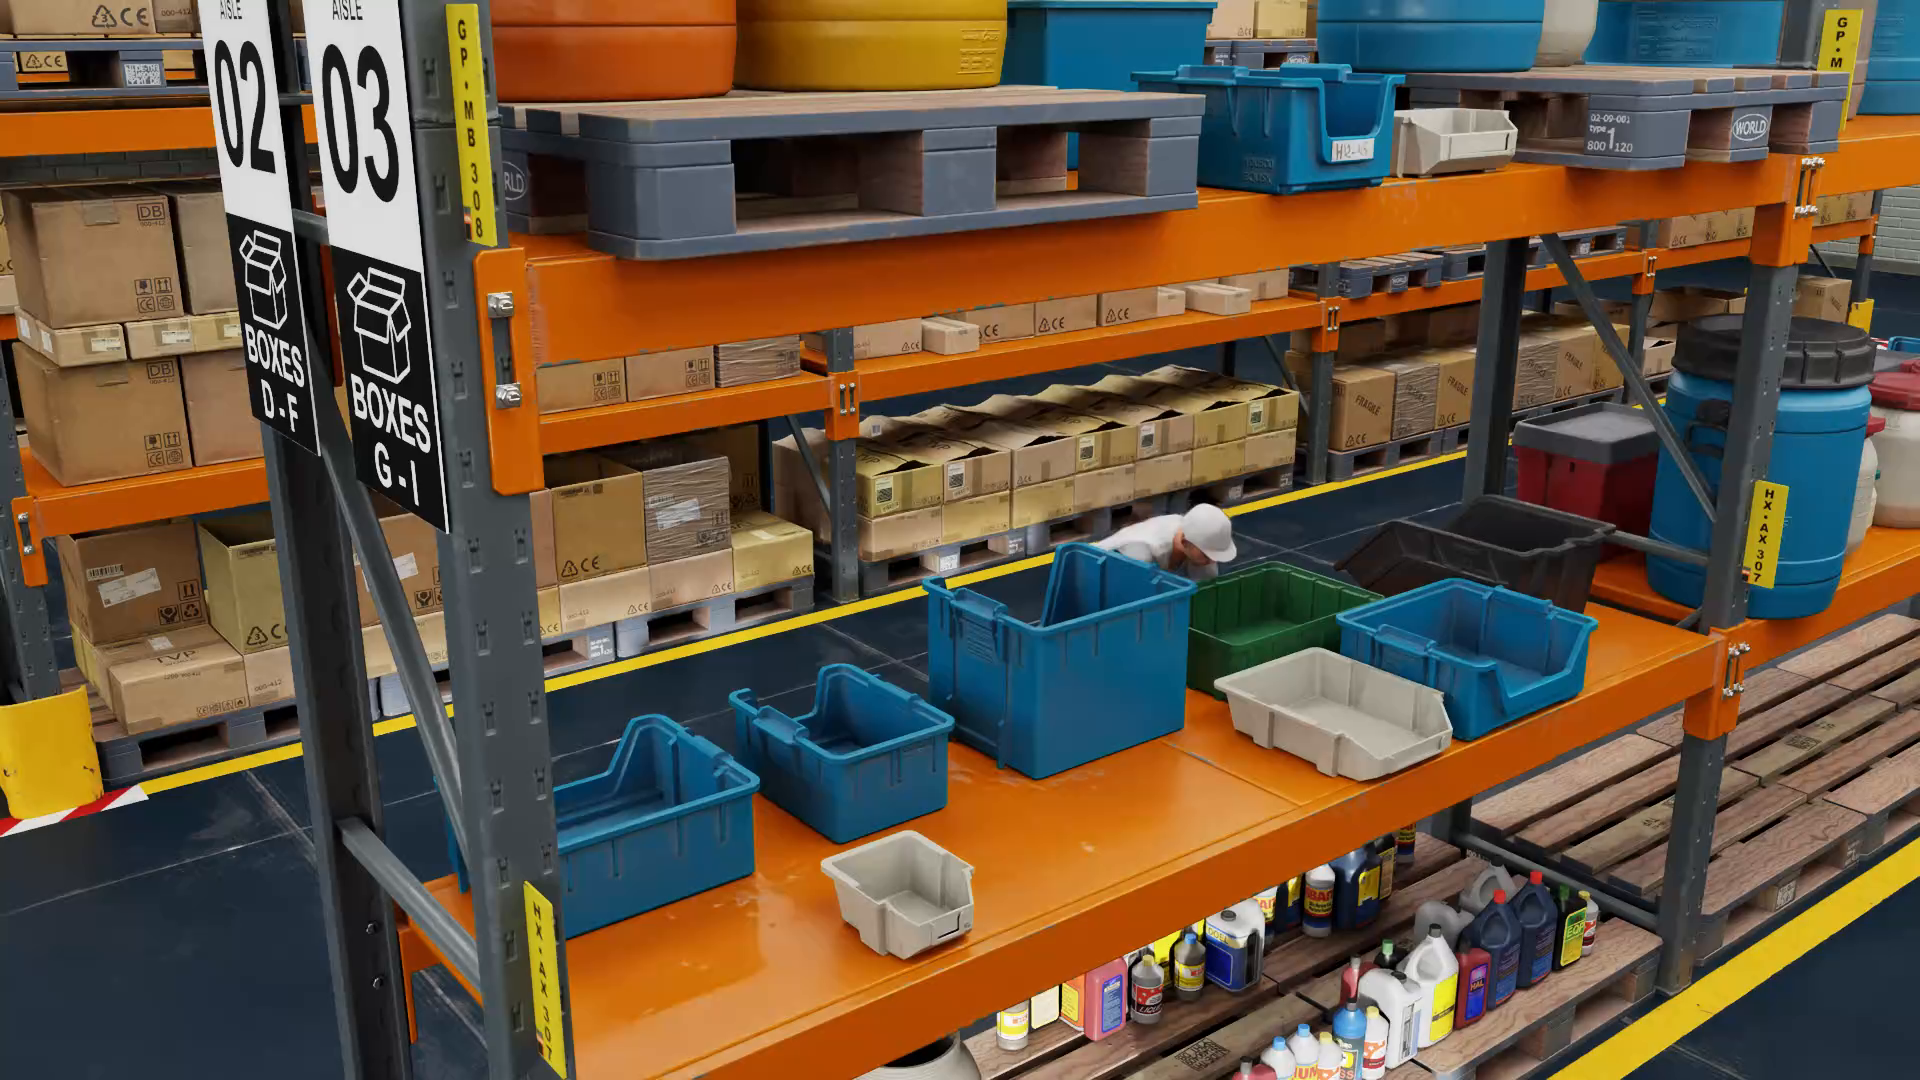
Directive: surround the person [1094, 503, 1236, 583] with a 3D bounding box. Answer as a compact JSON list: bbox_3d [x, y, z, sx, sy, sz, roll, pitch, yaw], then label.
[{"bbox_3d":[0.846,0.354,7.368,0.584,1.201,0.845,-13,22,-36],"label":"person"}]
